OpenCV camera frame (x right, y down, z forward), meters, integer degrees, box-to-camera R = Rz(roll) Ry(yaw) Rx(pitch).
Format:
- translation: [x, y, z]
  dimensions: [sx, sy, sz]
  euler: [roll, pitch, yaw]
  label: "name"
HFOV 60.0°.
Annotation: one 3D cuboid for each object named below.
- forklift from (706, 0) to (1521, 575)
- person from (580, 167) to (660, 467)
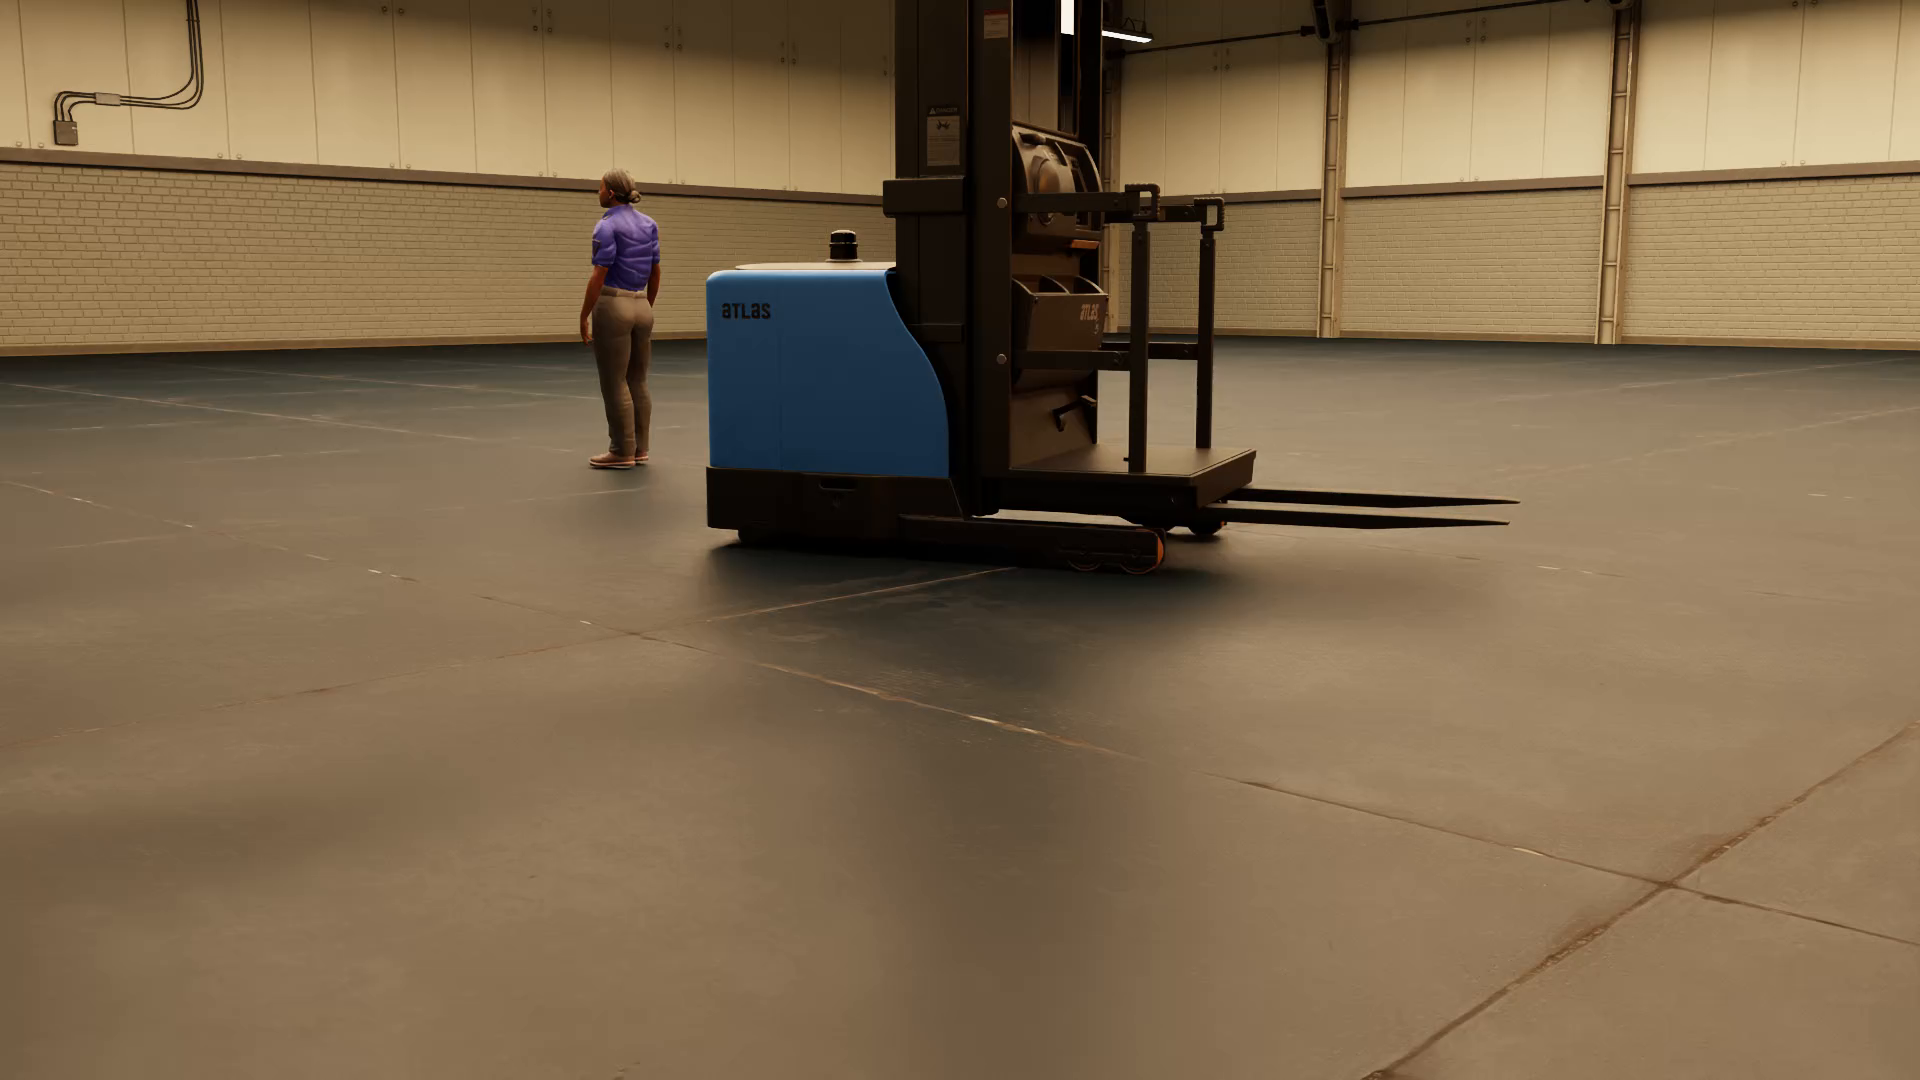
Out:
- translation: [0.565, -1.416, 6.275]
  dimensions: [3.031, 2.935, 1.130]
  euler: [3, 9, 22]
  label: "forklift"
- translation: [-1.949, -1.239, 9.336]
  dimensions: [0.503, 1.656, 0.569]
  euler: [6, 10, 33]
  label: "person"
